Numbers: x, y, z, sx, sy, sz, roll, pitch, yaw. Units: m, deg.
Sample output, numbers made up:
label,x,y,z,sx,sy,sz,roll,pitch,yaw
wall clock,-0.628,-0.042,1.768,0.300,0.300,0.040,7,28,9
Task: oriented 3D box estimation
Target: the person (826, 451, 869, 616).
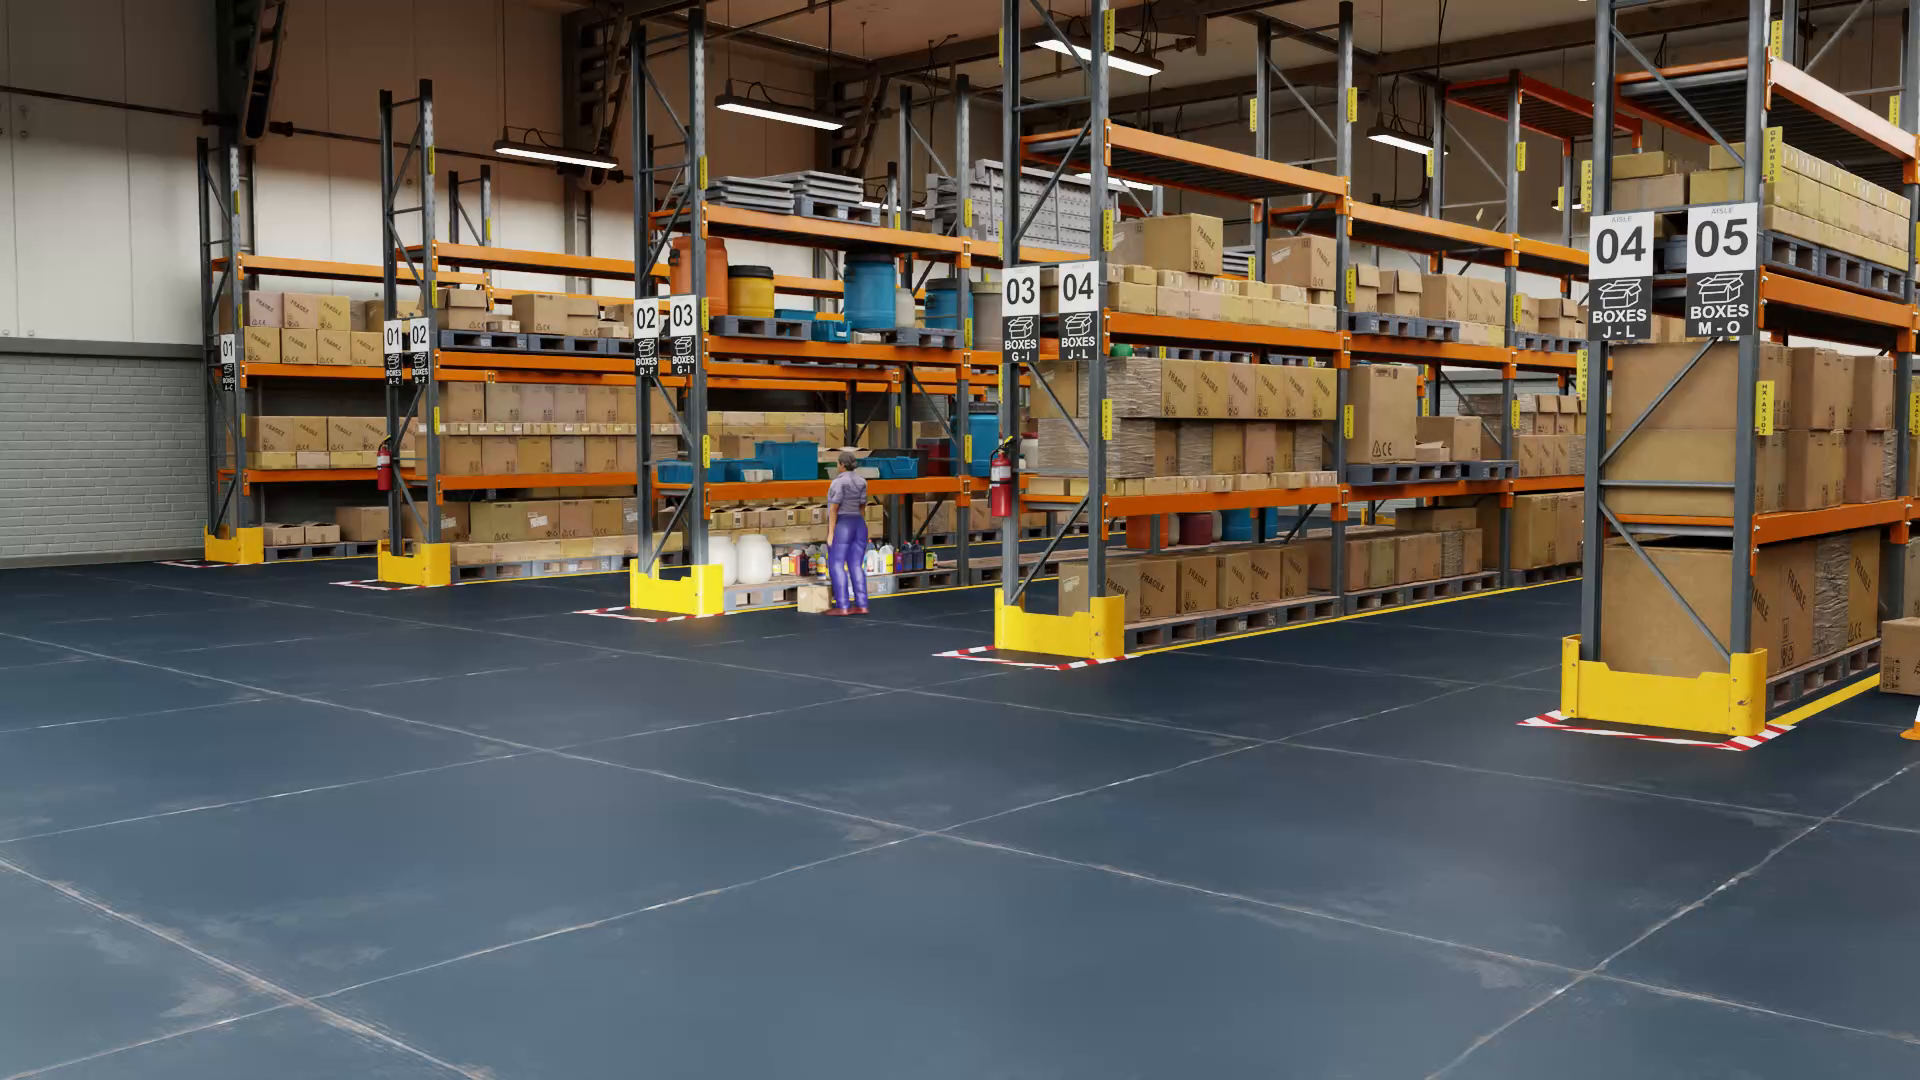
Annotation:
label,x,y,z,sx,sy,sz,roll,pitch,yaw
person,-1.151,-0.059,16.694,0.339,1.632,0.467,3,5,42
